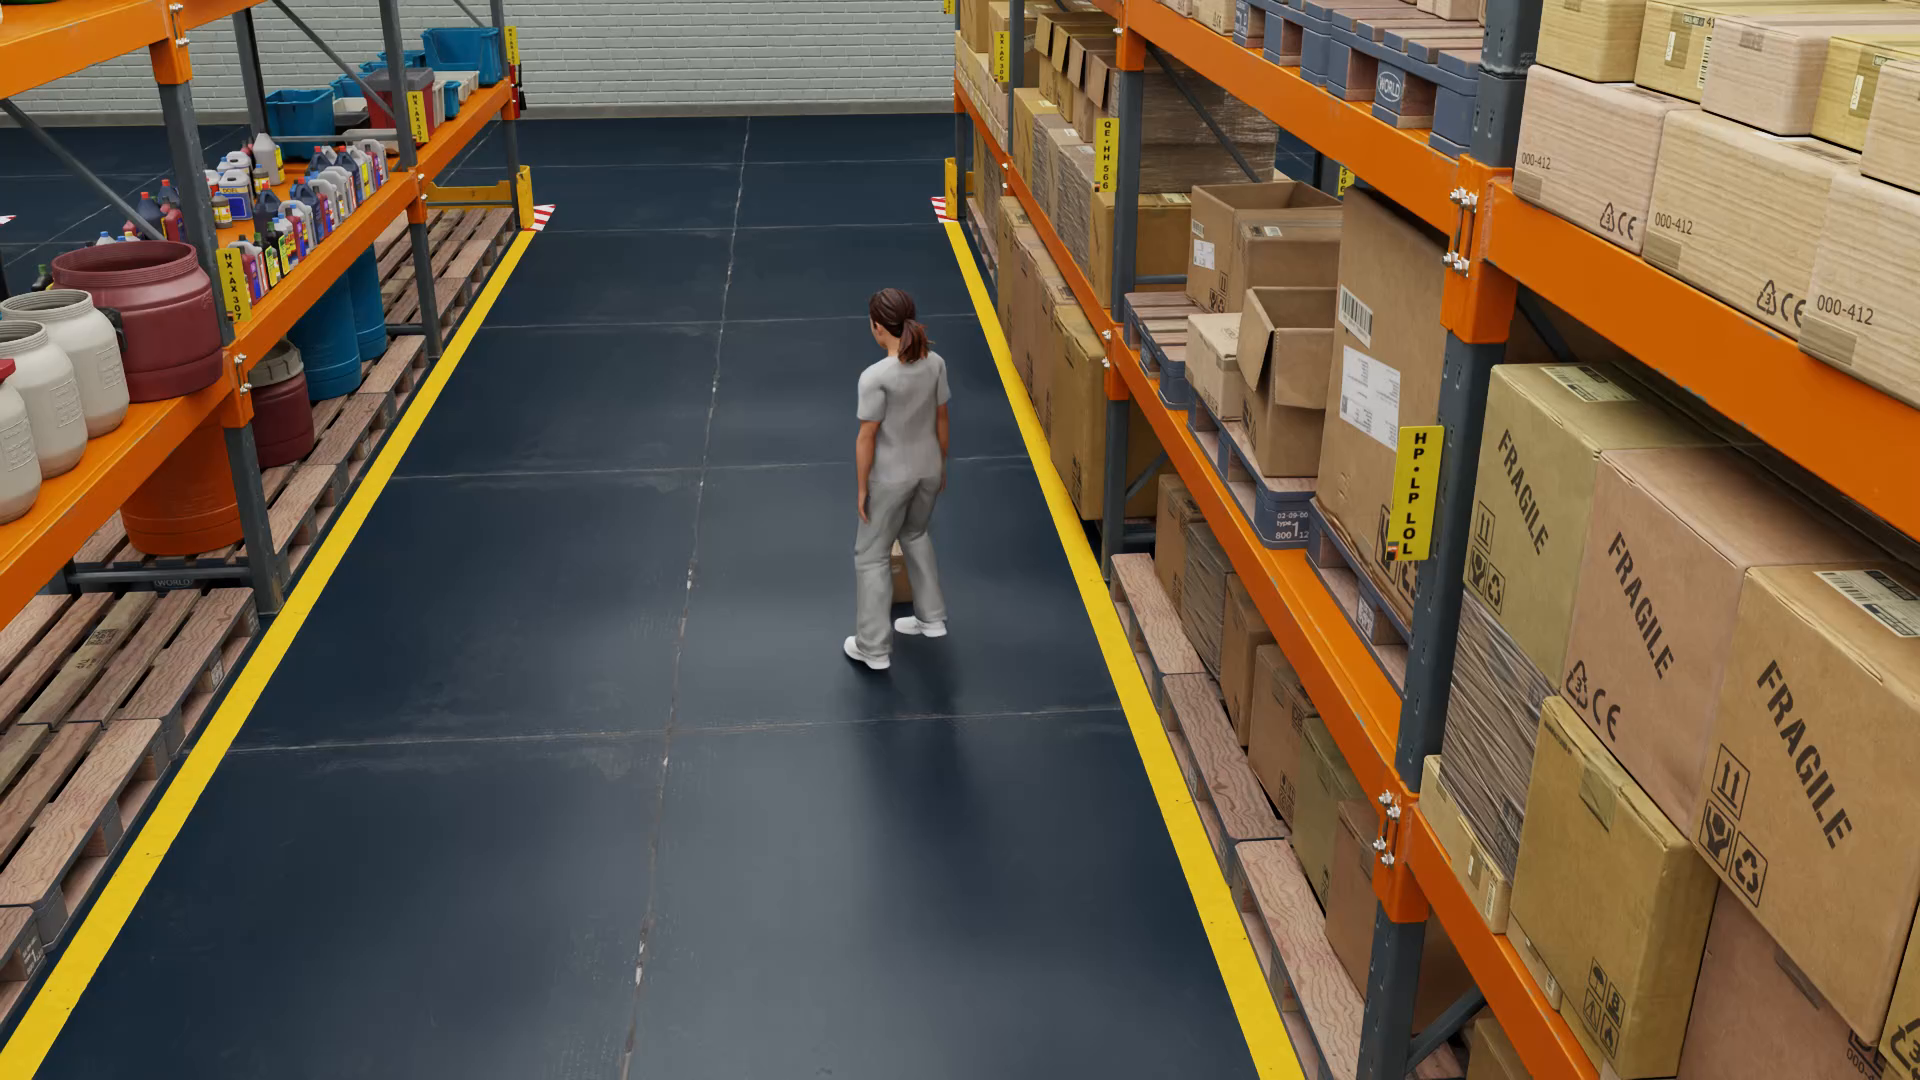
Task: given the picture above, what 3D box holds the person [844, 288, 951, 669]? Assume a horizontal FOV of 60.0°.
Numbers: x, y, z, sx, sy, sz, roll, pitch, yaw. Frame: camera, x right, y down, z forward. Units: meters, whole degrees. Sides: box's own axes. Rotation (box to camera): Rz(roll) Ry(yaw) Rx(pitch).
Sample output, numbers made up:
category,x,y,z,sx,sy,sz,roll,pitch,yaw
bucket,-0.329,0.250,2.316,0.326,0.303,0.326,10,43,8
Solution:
category,x,y,z,sx,sy,sz,roll,pitch,yaw
person,-0.262,-0.266,7.141,0.481,1.675,0.399,-16,29,-32
